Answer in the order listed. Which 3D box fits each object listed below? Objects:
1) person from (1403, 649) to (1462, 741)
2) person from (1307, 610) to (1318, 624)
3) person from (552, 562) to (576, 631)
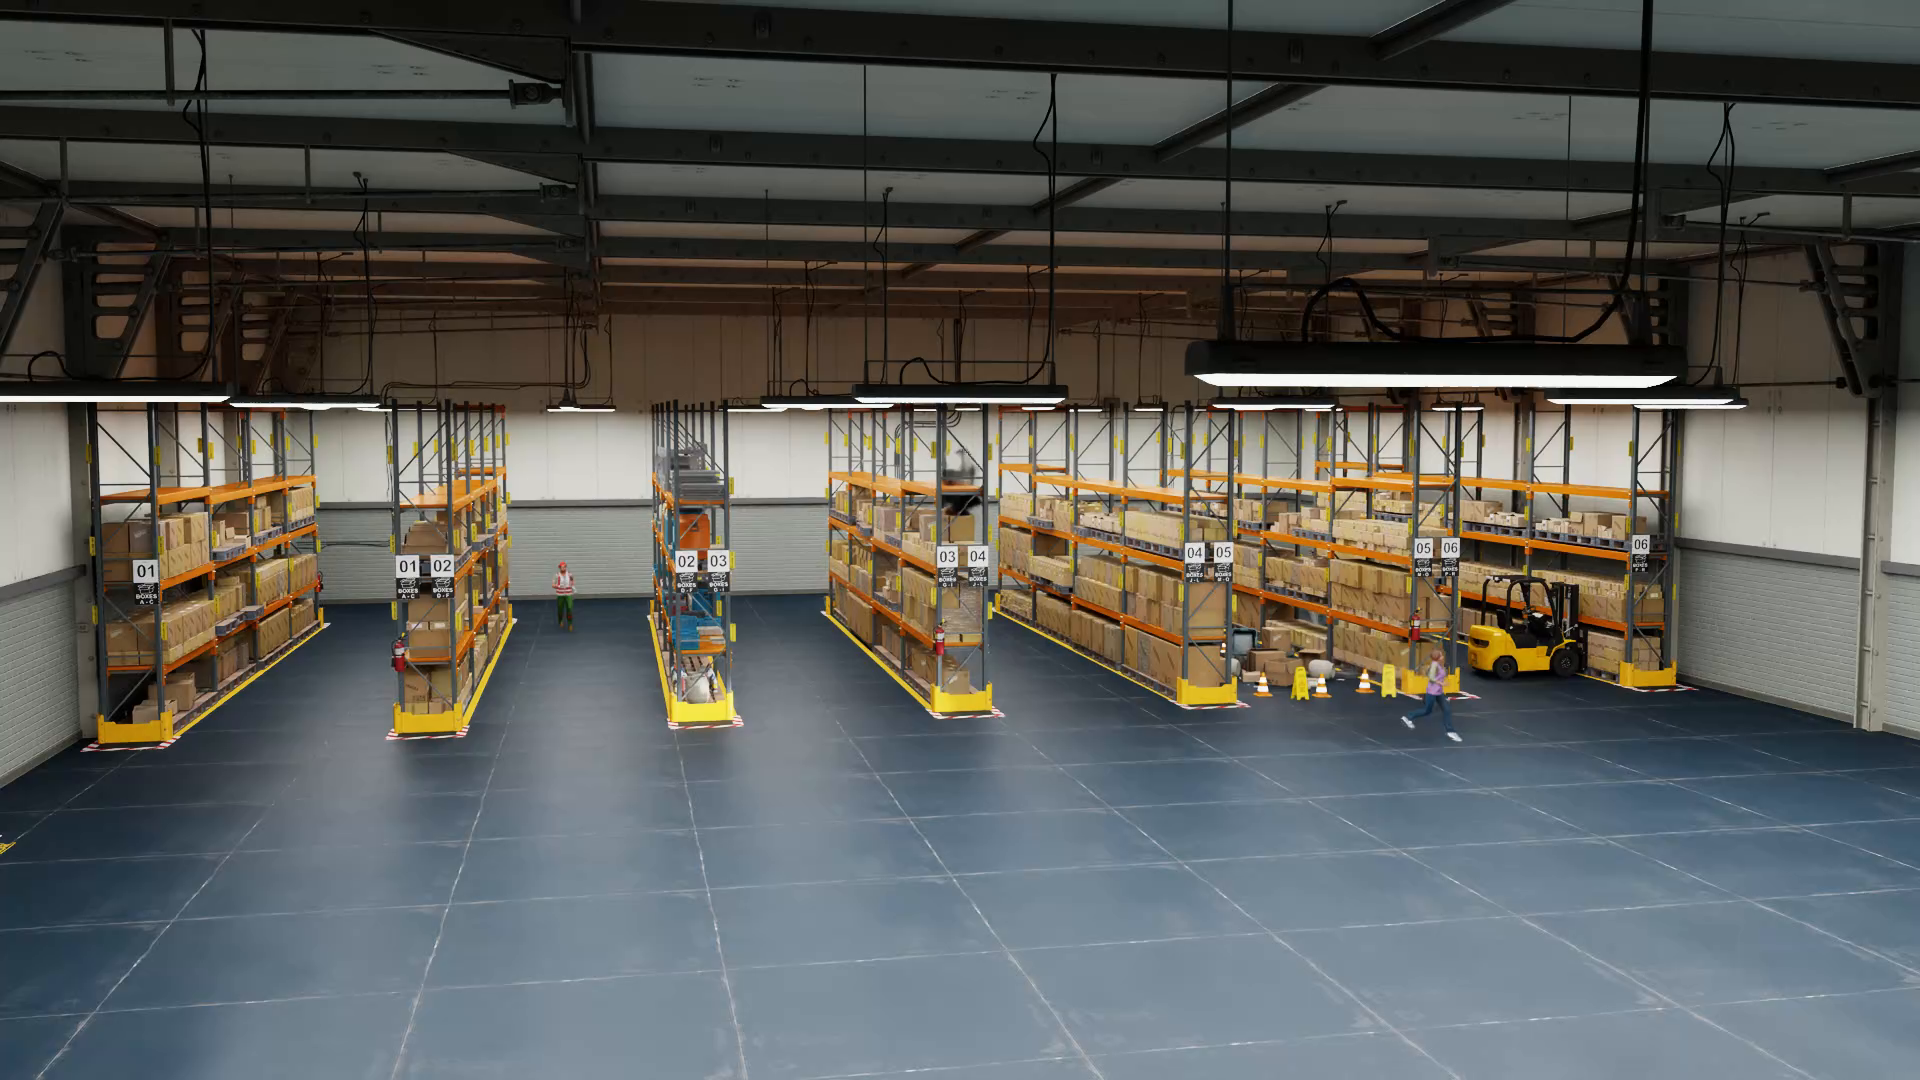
[{"bbox_3d":[8.339,2.725,29.362,1.035,1.594,0.510,3,5,35],"label":"person"},{"bbox_3d":[9.419,1.503,44.529,0.694,1.806,0.811,-1,4,-11],"label":"person"},{"bbox_3d":[-10.499,1.479,44.093,0.659,1.807,0.934,-2,5,-23],"label":"person"}]
